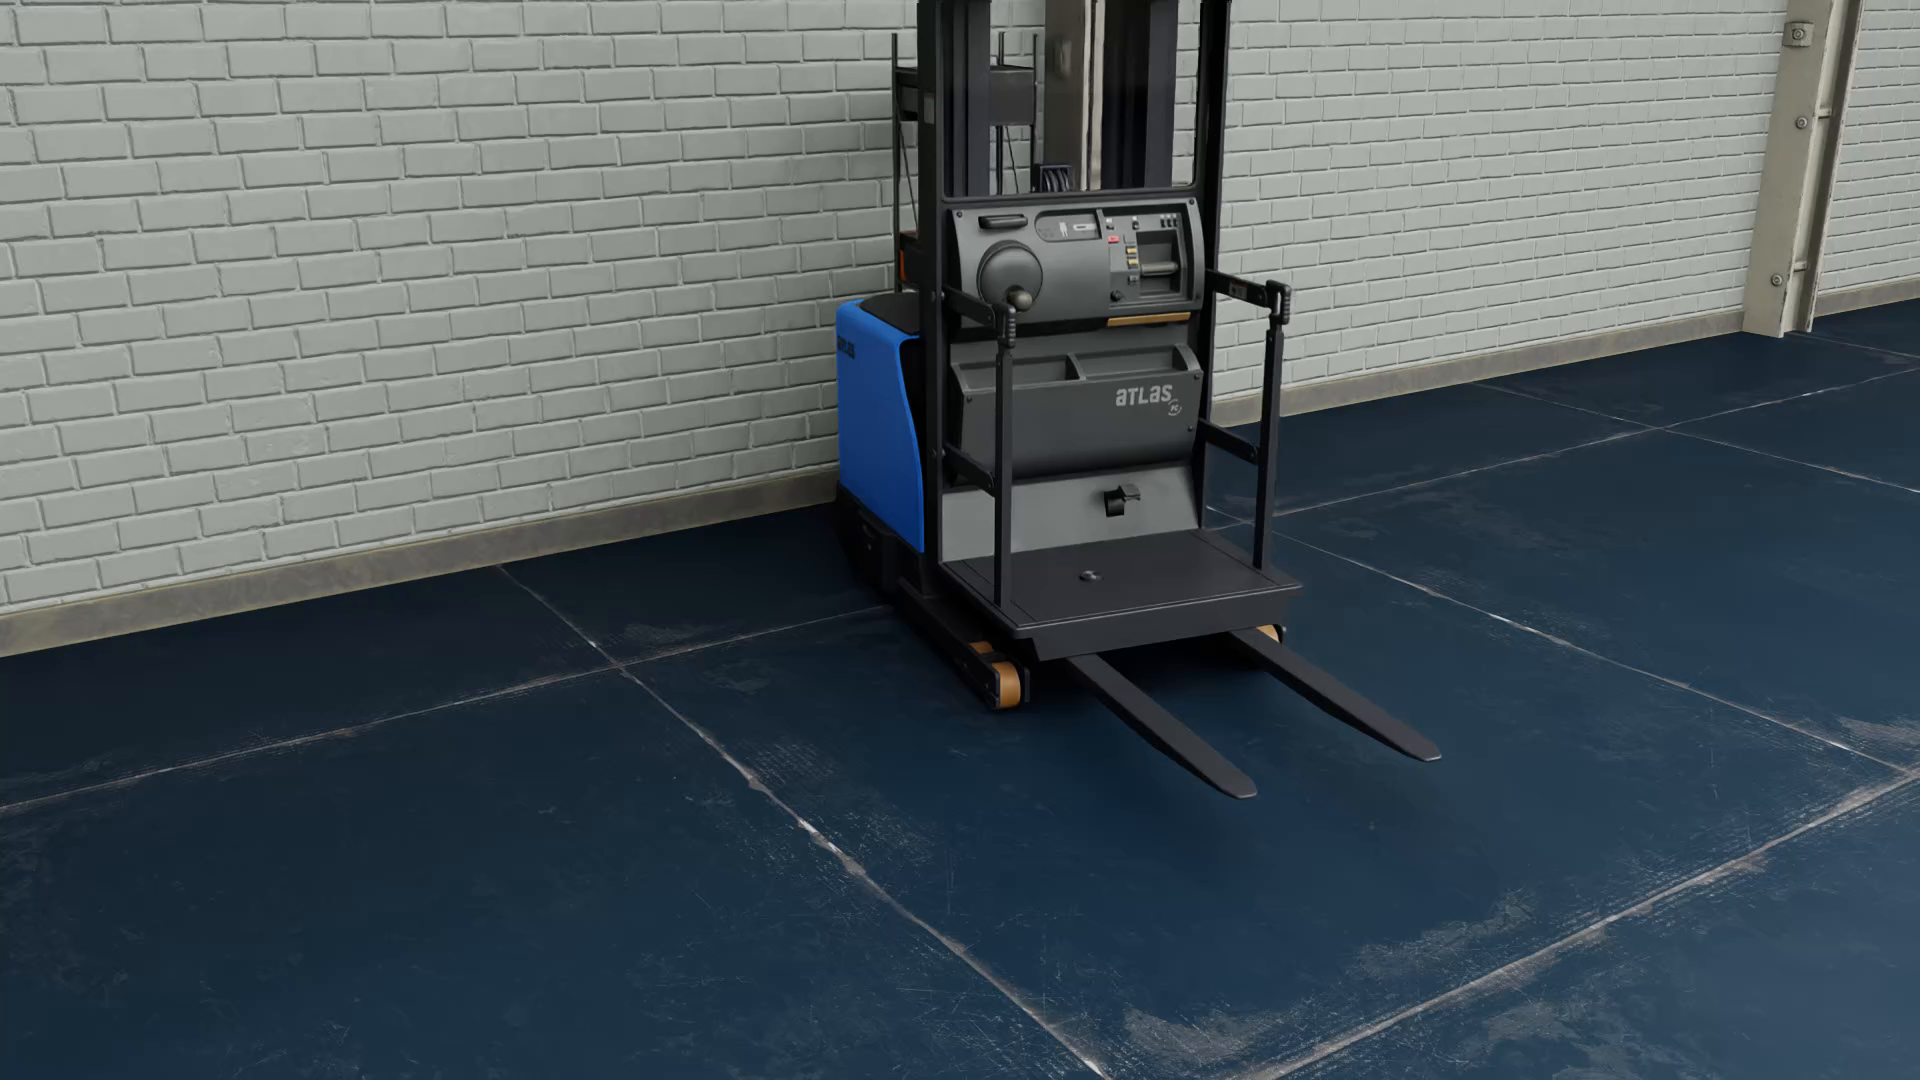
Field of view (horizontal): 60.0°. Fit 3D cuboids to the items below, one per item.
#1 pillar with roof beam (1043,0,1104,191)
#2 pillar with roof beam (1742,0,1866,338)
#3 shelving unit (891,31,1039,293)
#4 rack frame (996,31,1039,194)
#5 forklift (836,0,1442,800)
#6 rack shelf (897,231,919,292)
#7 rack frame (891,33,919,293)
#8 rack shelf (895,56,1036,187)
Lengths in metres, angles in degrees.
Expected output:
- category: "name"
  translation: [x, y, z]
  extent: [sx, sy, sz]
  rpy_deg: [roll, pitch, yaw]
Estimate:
- category: "pillar with roof beam"
  translation: [3.010, -3.507, 3.569]
  extent: [0.400, 9.000, 9.100]
  rpy_deg: [-12, 22, -31]
- category: "pillar with roof beam"
  translation: [8.021, -4.564, 6.695]
  extent: [0.400, 9.000, 9.100]
  rpy_deg: [-12, 22, -31]
- category: "shelving unit"
  translation: [0.017, -1.123, 7.287]
  extent: [0.503, 2.100, 0.431]
  rpy_deg: [-7, 20, -21]
- category: "rack frame"
  translation: [0.244, -1.152, 7.373]
  extent: [0.015, 2.100, 0.400]
  rpy_deg: [-7, 20, -21]
- category: "forklift"
  translation: [0.498, -0.970, 5.539]
  extent: [1.130, 2.935, 3.031]
  rpy_deg: [-7, 20, -21]
- category: "rack shelf"
  translation: [0.017, -1.110, 7.291]
  extent: [0.480, 0.518, 0.431]
  rpy_deg: [-7, 20, -21]
- category: "rack frame"
  translation: [-0.209, -1.093, 7.200]
  extent: [0.015, 2.100, 0.400]
  rpy_deg: [-7, 20, -21]
- category: "rack shelf"
  translation: [0.017, -1.773, 7.067]
  extent: [0.480, 0.518, 0.431]
  rpy_deg: [-7, 20, -21]
